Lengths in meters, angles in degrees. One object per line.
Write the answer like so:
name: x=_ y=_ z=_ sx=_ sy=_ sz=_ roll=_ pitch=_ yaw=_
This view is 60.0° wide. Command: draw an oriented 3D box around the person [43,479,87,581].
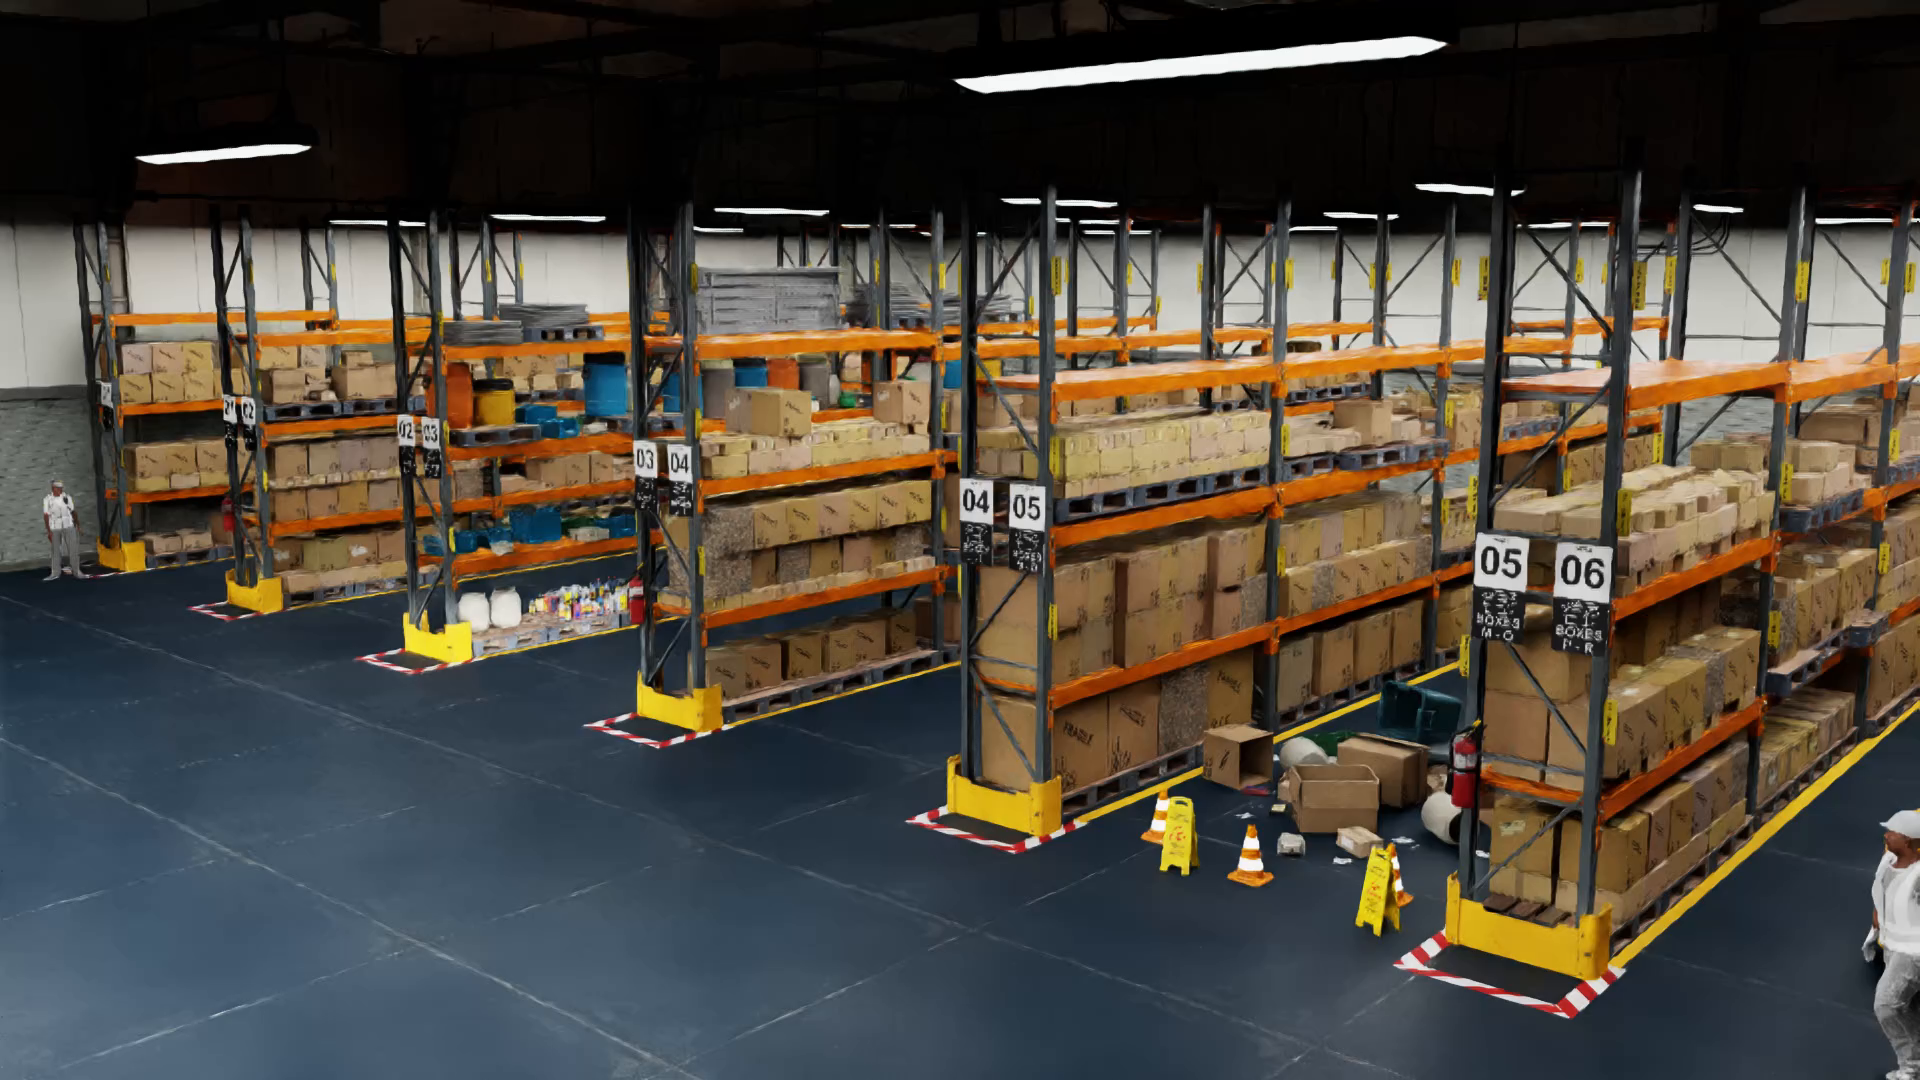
person: x=-14.709 y=-0.180 z=27.202 sx=0.623 sy=1.675 sz=0.386 roll=-7 pitch=12 yaw=-35

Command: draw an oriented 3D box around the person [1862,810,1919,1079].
person: x=5.957 y=2.570 z=10.439 sx=0.477 sy=1.768 sz=0.645 roll=1 pitch=10 yaw=7
